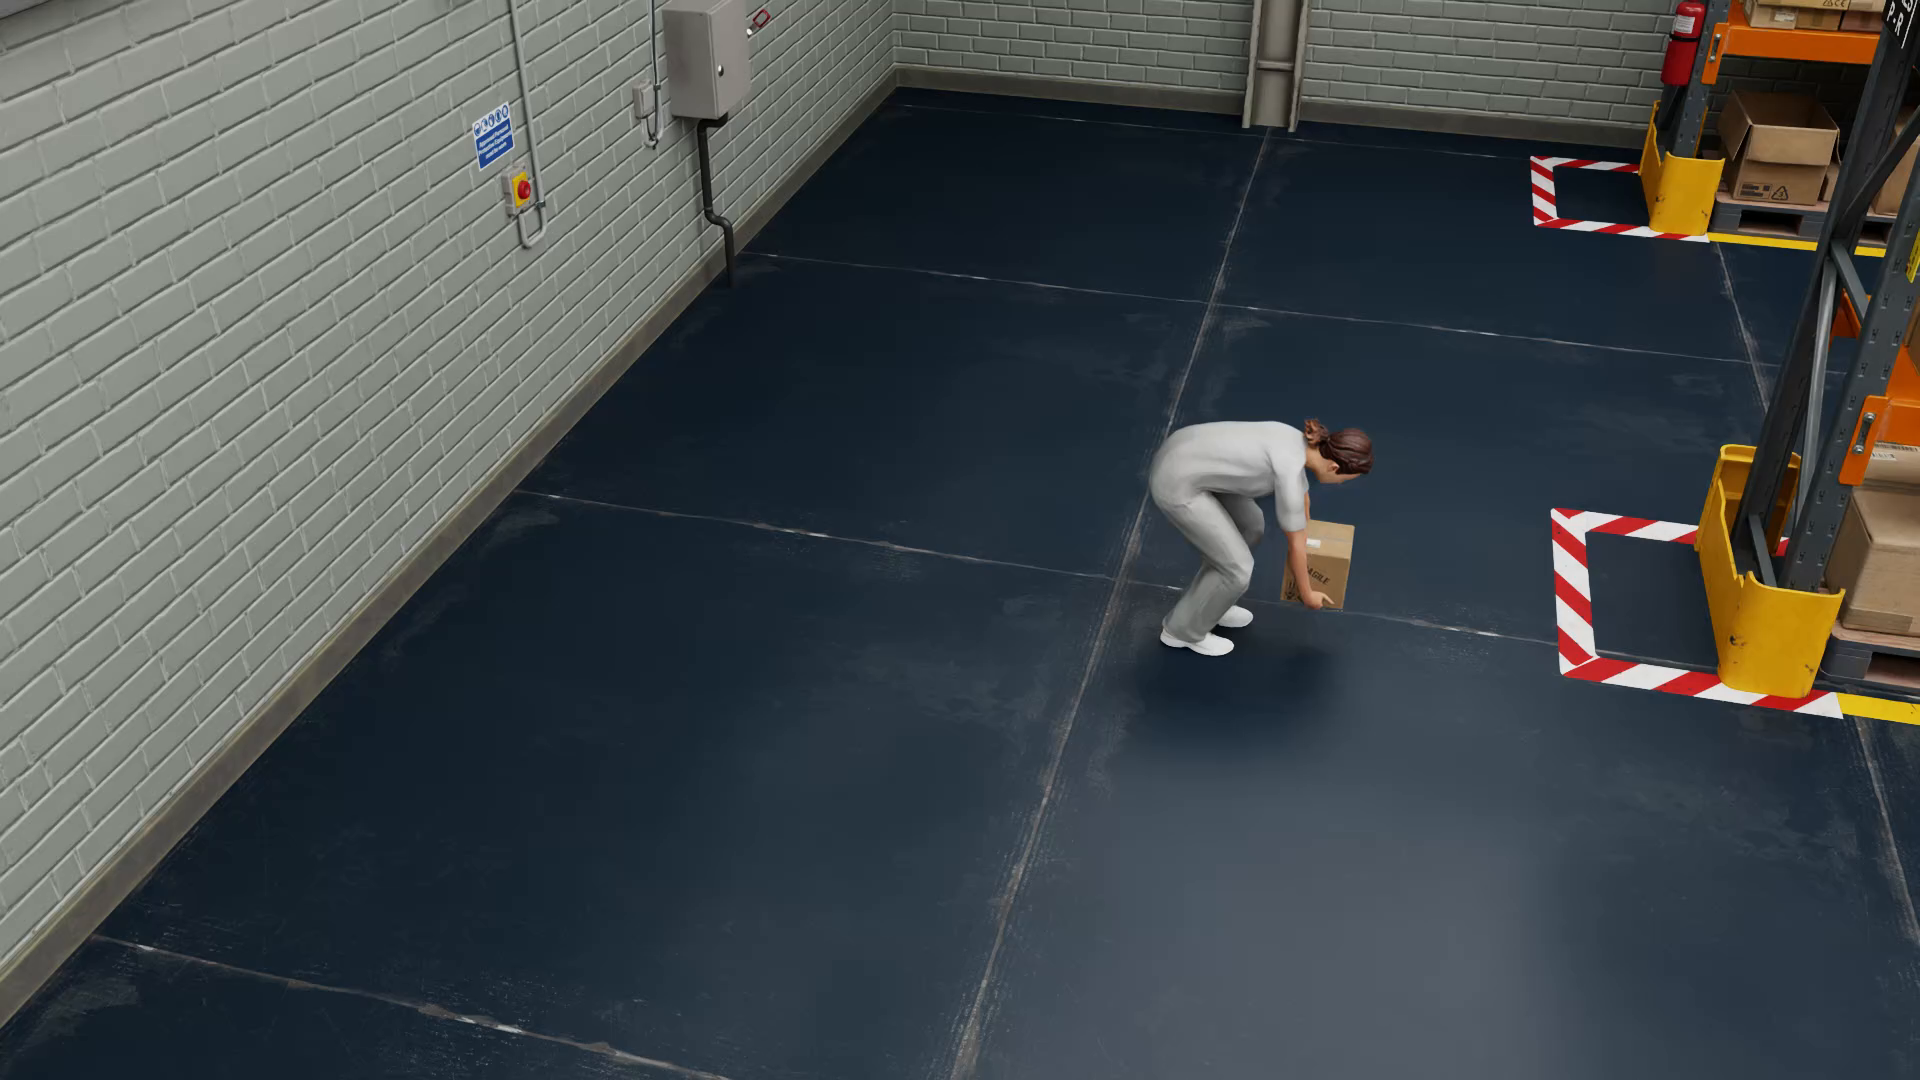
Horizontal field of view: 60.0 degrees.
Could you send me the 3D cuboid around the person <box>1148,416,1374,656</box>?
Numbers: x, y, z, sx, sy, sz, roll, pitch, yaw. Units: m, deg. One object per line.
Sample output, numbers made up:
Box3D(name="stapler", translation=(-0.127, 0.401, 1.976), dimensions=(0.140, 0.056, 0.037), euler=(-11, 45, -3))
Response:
Box3D(name="person", translation=(1.189, -0.024, 6.760), dimensions=(0.865, 1.043, 0.451), euler=(7, 34, 10))
